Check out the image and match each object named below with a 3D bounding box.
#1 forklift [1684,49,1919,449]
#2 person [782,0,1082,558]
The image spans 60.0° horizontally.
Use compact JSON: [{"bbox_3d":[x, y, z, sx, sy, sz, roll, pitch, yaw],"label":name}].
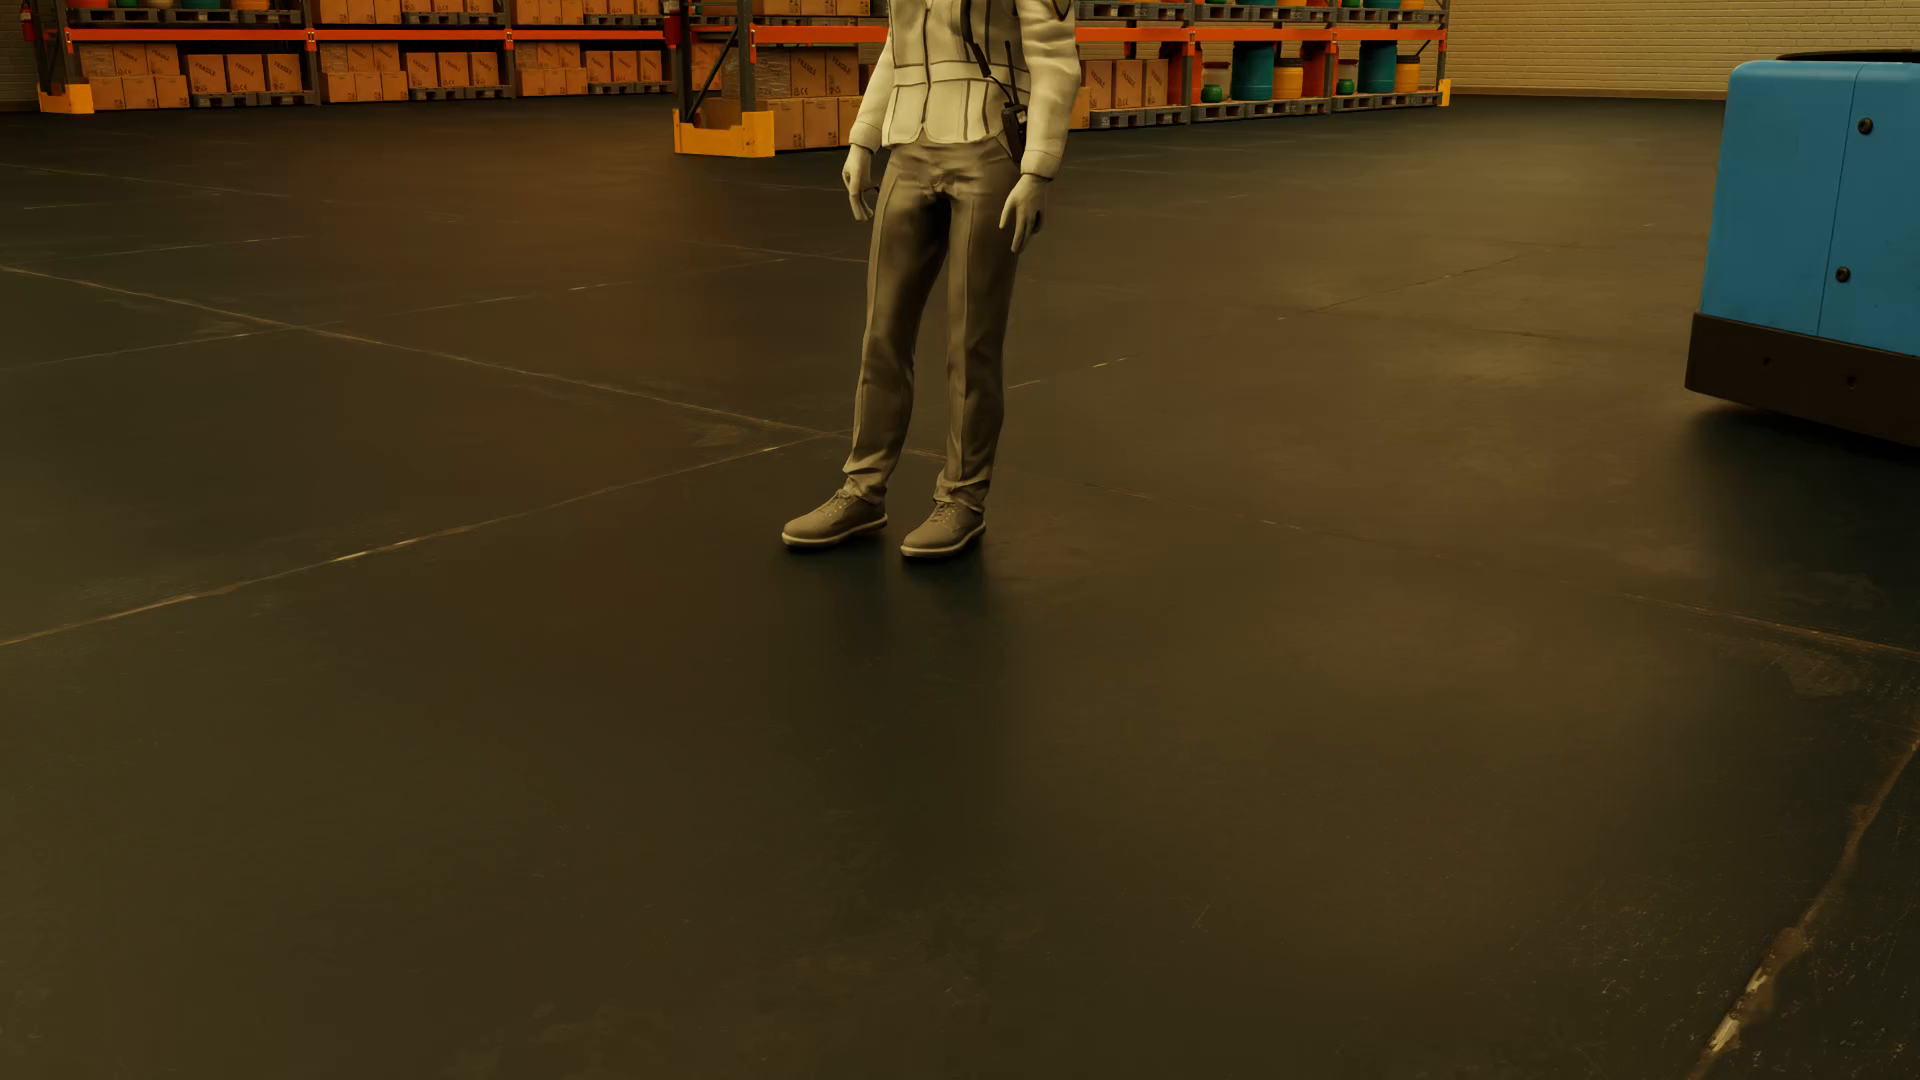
[{"bbox_3d":[3.875,-1.844,4.970,3.031,2.935,1.130,-6,18,-20],"label":"forklift"},{"bbox_3d":[-0.049,-0.804,3.647,0.588,1.695,0.531,13,21,37],"label":"person"}]
